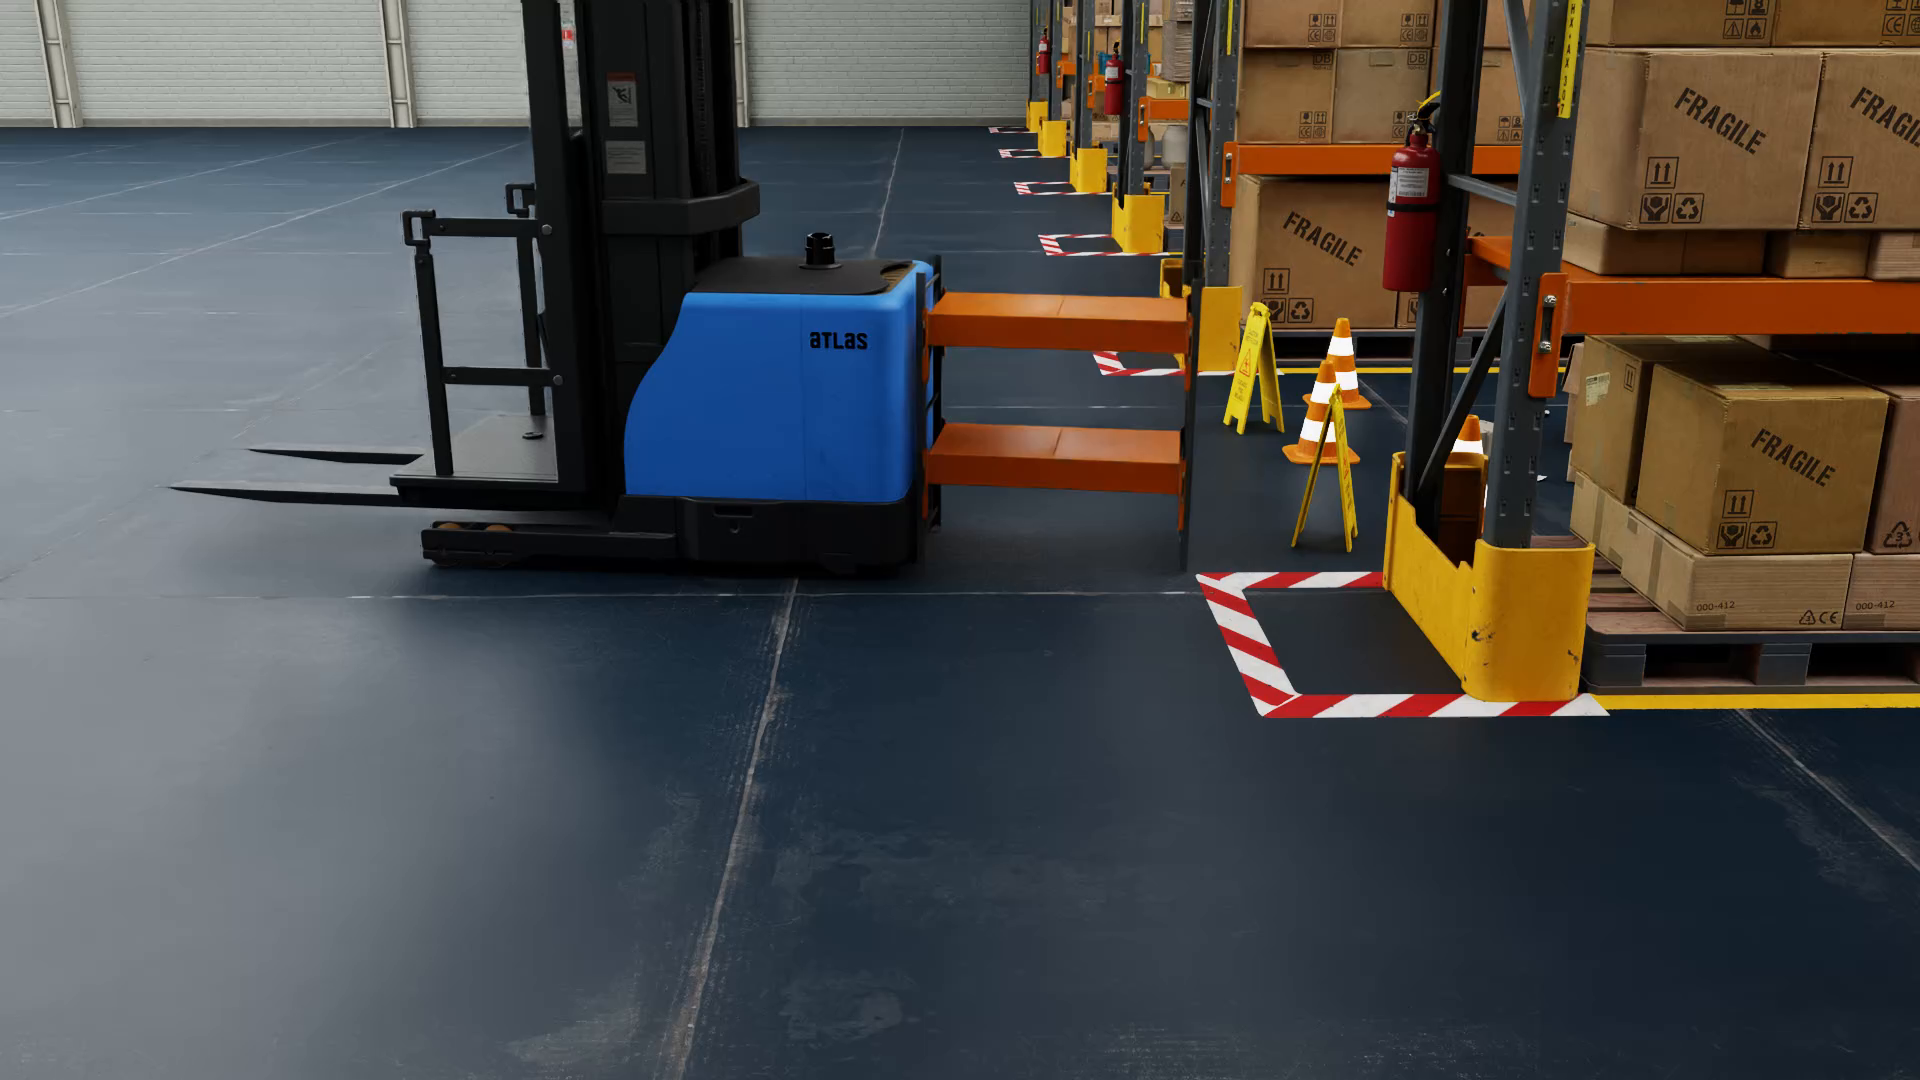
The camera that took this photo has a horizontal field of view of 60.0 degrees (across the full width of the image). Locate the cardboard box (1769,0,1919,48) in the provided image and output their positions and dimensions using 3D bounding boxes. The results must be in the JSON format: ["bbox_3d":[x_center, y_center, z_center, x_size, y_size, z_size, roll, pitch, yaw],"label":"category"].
[{"bbox_3d":[2.704,-1.835,5.290,0.500,0.500,0.700,0,18,0],"label":"cardboard box"}]

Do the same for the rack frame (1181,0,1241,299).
[{"bbox_3d":[1.511,-2.612,9.999,0.127,3.000,1.000,0,18,-1],"label":"rack frame"}]

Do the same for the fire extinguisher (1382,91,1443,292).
[{"bbox_3d":[1.568,-1.204,5.736,0.183,0.674,0.296,0,18,-1],"label":"fire extinguisher"}]

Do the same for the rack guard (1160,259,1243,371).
[{"bbox_3d":[1.487,-1.421,10.380,0.348,0.500,1.175,0,18,-1],"label":"rack guard"}]

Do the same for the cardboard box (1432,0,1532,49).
[{"bbox_3d":[2.993,-3.179,9.755,0.550,0.550,0.875,0,18,-1],"label":"cardboard box"}]

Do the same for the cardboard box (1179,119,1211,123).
[{"bbox_3d":[3.421,-6.342,24.212,0.500,0.500,0.500,0,18,-1],"label":"cardboard box"}]

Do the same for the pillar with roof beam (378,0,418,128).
[{"bbox_3d":[-9.945,-10.417,24.509,0.400,9.000,9.100,0,18,-1],"label":"pillar with roof beam"}]

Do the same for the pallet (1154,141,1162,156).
[{"bbox_3d":[3.362,-5.846,24.647,1.213,0.211,1.003,0,18,-1],"label":"pallet"}]

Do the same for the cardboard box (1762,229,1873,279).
[{"bbox_3d":[2.552,-0.901,5.078,0.250,0.149,0.380,-1,18,-3],"label":"cardboard box"}]

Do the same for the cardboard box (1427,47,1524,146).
[{"bbox_3d":[2.993,-2.672,9.942,0.550,0.550,0.875,0,18,-1],"label":"cardboard box"}]

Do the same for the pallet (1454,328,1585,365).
[{"bbox_3d":[3.526,-1.317,10.527,1.213,0.211,1.003,0,18,-1],"label":"pallet"}]

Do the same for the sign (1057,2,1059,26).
[{"bbox_3d":[1.384,-7.433,23.482,0.005,0.325,0.100,0,18,-1],"label":"sign"}]

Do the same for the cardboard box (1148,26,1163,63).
[{"bbox_3d":[2.870,-7.203,24.148,0.500,0.500,0.700,0,18,0],"label":"cardboard box"}]

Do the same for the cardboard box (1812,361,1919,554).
[{"bbox_3d":[3.048,-0.272,5.291,0.500,0.500,0.500,-1,18,-3],"label":"cardboard box"}]

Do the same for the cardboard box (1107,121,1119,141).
[{"bbox_3d":[2.421,-5.982,24.318,0.500,0.250,0.500,0,18,-1],"label":"cardboard box"}]

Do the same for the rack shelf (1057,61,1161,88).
[{"bbox_3d":[3.381,-6.820,24.294,4.000,0.370,1.077,0,18,-1],"label":"rack shelf"}]

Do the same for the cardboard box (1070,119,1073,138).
[{"bbox_3d":[1.913,-6.136,24.800,0.500,0.250,0.500,0,18,-1],"label":"cardboard box"}]

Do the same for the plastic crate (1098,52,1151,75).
[{"bbox_3d":[1.951,-5.663,19.753,0.616,0.251,0.499,0,18,-1],"label":"plastic crate"}]

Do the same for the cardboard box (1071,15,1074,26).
[{"bbox_3d":[1.760,-7.569,24.227,0.250,0.149,0.380,-1,18,-2],"label":"cardboard box"}]

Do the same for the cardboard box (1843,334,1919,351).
[{"bbox_3d":[3.105,-0.763,5.760,0.250,0.149,0.380,0,18,0],"label":"cardboard box"}]

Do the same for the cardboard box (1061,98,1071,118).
[{"bbox_3d":[1.992,-7.571,29.139,0.500,0.311,0.500,-2,18,-7],"label":"cardboard box"}]

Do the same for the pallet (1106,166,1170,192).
[{"bbox_3d":[2.343,-4.329,19.917,1.213,0.211,1.003,0,18,-1],"label":"pallet"}]

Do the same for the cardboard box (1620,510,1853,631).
[{"bbox_3d":[2.501,0.089,5.392,0.500,0.250,0.500,0,18,-1],"label":"cardboard box"}]

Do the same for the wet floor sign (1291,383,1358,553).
[{"bbox_3d":[1.483,-0.305,6.663,0.232,0.644,0.267,6,19,18],"label":"wet floor sign"}]

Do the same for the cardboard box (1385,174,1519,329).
[{"bbox_3d":[3.068,-1.828,10.348,0.875,0.875,0.875,-1,18,-2],"label":"cardboard box"}]

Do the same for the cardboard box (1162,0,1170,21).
[{"bbox_3d":[2.080,-4.871,14.753,0.500,0.500,0.500,0,18,-1],"label":"cardboard box"}]

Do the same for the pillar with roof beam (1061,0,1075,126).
[{"bbox_3d":[2.053,-10.475,24.690,0.400,9.000,9.100,0,18,-1],"label":"pillar with roof beam"}]

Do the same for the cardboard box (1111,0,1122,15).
[{"bbox_3d":[2.427,-7.821,23.950,0.500,0.500,0.700,-1,18,-2],"label":"cardboard box"}]

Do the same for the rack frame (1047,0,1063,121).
[{"bbox_3d":[1.381,-7.153,24.154,0.127,3.000,1.000,0,18,-1],"label":"rack frame"}]

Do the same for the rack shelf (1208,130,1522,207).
[{"bbox_3d":[3.511,-2.279,10.139,4.000,0.370,1.077,0,18,-1],"label":"rack shelf"}]

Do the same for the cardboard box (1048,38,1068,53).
[{"bbox_3d":[1.792,-8.509,28.596,0.500,0.250,0.500,-1,18,-2],"label":"cardboard box"}]

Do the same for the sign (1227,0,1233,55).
[{"bbox_3d":[1.514,-2.892,9.326,0.005,0.325,0.100,0,18,-1],"label":"sign"}]

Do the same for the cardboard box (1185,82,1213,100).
[{"bbox_3d":[2.073,-3.931,14.524,0.250,0.149,0.380,0,18,-1],"label":"cardboard box"}]

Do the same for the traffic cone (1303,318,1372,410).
[{"bbox_3d":[2.064,-0.973,9.042,0.334,0.463,0.336,0,18,-1],"label":"traffic cone"}]

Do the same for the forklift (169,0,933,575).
[{"bbox_3d":[-1.649,-1.442,6.466,3.031,2.935,1.130,2,18,7],"label":"forklift"}]

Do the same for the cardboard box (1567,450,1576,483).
[{"bbox_3d":[2.968,-0.366,7.666,0.250,0.149,0.380,10,20,28],"label":"cardboard box"}]

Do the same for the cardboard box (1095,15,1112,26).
[{"bbox_3d":[2.041,-7.447,23.847,0.250,0.149,0.380,-1,18,-2],"label":"cardboard box"}]

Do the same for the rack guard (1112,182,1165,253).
[{"bbox_3d":[1.610,-2.937,15.106,0.348,0.500,1.175,0,18,-1],"label":"rack guard"}]

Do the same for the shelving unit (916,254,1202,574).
[{"bbox_3d":[0.384,-0.502,6.485,1.048,1.125,0.538,3,18,7],"label":"shelving unit"}]

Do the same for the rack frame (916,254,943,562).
[{"bbox_3d":[-0.120,-0.525,6.545,0.032,1.125,0.500,3,18,7],"label":"rack frame"}]
